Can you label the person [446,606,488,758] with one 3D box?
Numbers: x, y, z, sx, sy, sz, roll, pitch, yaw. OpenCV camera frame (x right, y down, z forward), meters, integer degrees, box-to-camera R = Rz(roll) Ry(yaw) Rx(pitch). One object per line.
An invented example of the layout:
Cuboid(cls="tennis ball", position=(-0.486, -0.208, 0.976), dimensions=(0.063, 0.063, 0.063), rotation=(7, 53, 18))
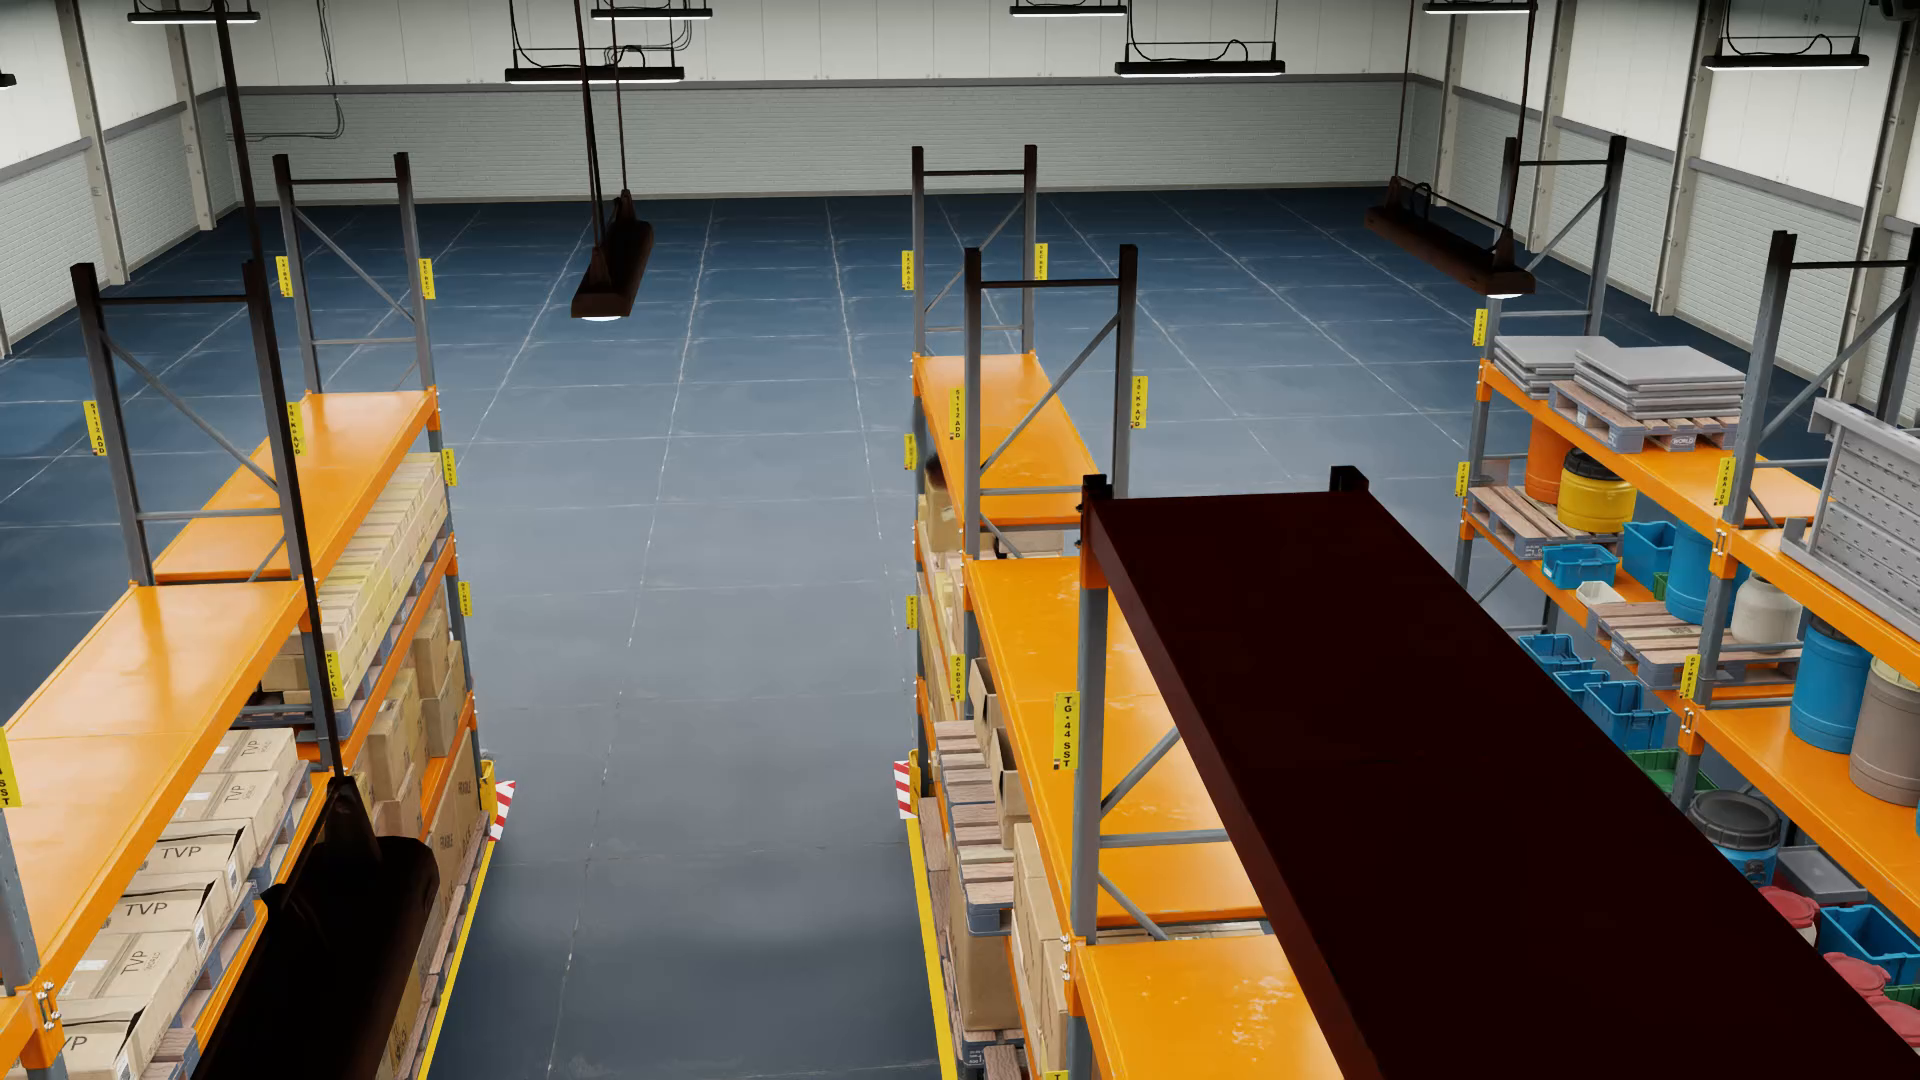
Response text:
Cuboid(cls="person", position=(-4.965, 1.346, 15.978), dimensions=(0.628, 1.648, 0.466), rotation=(-11, 24, -25))
